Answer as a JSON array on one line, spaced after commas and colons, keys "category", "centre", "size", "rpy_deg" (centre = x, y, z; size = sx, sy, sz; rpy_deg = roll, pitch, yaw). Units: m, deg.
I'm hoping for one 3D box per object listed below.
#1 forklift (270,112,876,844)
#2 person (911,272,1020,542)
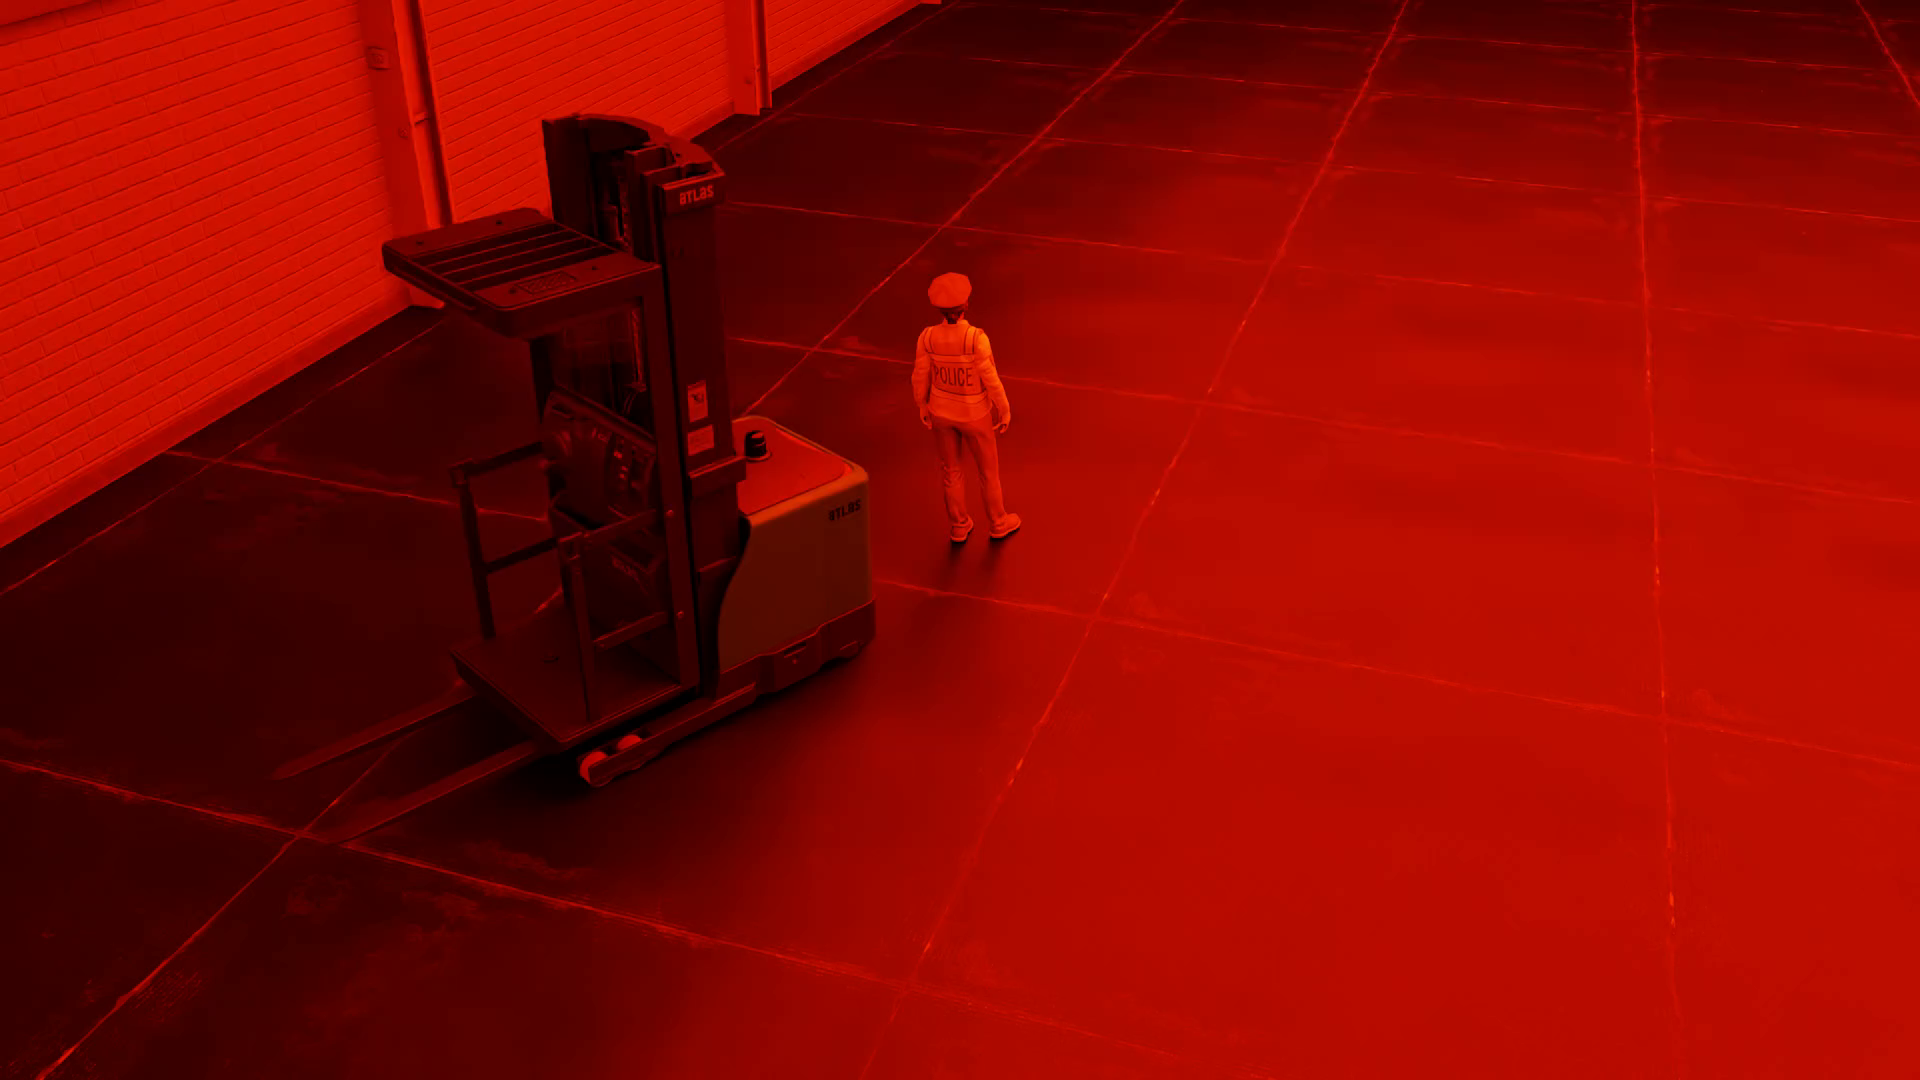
[{"category": "forklift", "centre": [-1.876, -0.377, 7.798], "size": [3.031, 2.935, 1.130], "rpy_deg": [-25, 38, -36]}, {"category": "person", "centre": [0.029, -0.774, 9.728], "size": [0.587, 1.694, 0.529], "rpy_deg": [10, 31, 16]}]
